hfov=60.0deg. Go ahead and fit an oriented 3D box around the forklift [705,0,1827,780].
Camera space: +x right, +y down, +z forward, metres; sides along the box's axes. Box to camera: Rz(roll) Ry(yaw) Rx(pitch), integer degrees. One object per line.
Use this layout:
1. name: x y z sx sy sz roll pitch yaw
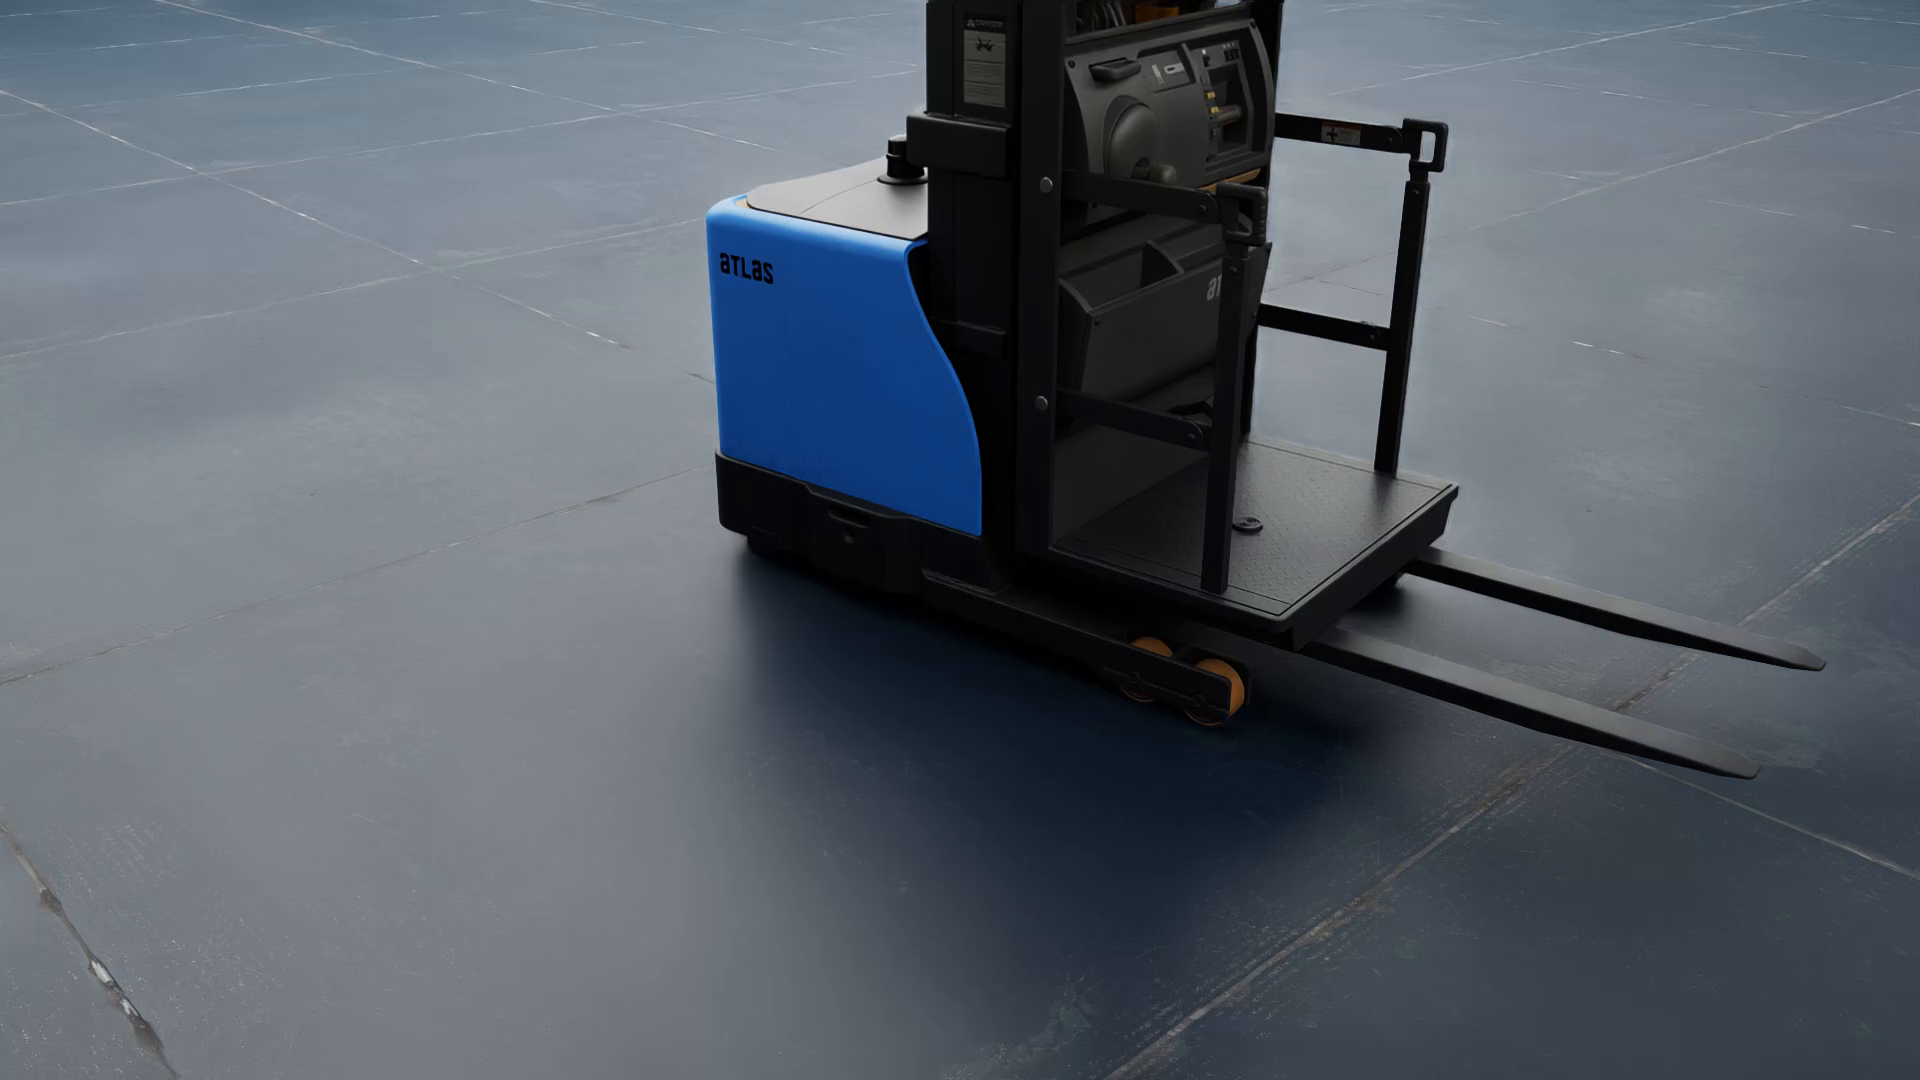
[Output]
1. forklift: 0.721 -1.112 4.155 3.031 2.935 1.130 18 30 34
